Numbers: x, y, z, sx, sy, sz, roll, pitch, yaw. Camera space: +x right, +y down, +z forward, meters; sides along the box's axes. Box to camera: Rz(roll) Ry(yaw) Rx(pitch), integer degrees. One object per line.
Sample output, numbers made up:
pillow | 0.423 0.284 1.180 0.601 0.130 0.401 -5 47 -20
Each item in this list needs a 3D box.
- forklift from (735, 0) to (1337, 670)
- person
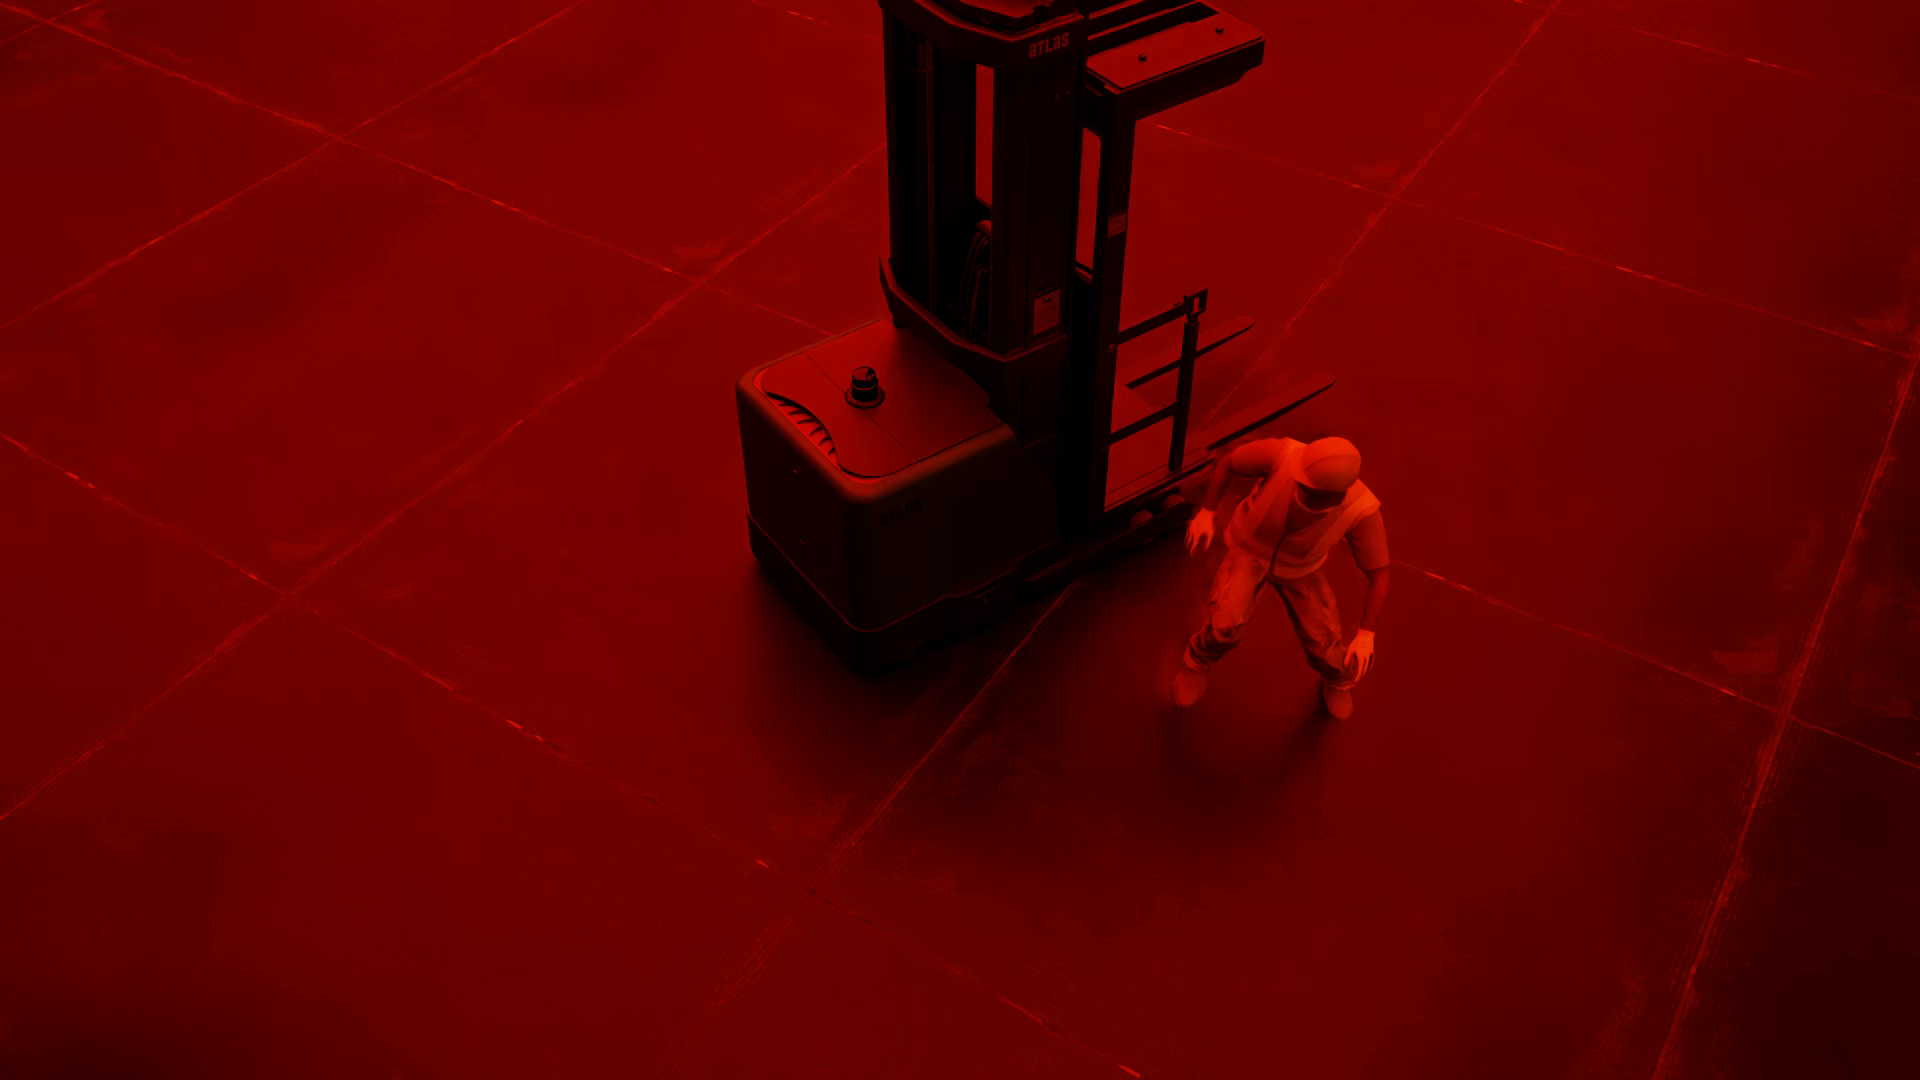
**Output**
forklift | 0.509 -1.313 7.233 3.031 2.935 1.130 -26 49 -25
person | 1.309 0.146 6.749 0.826 1.536 0.699 9 44 9
